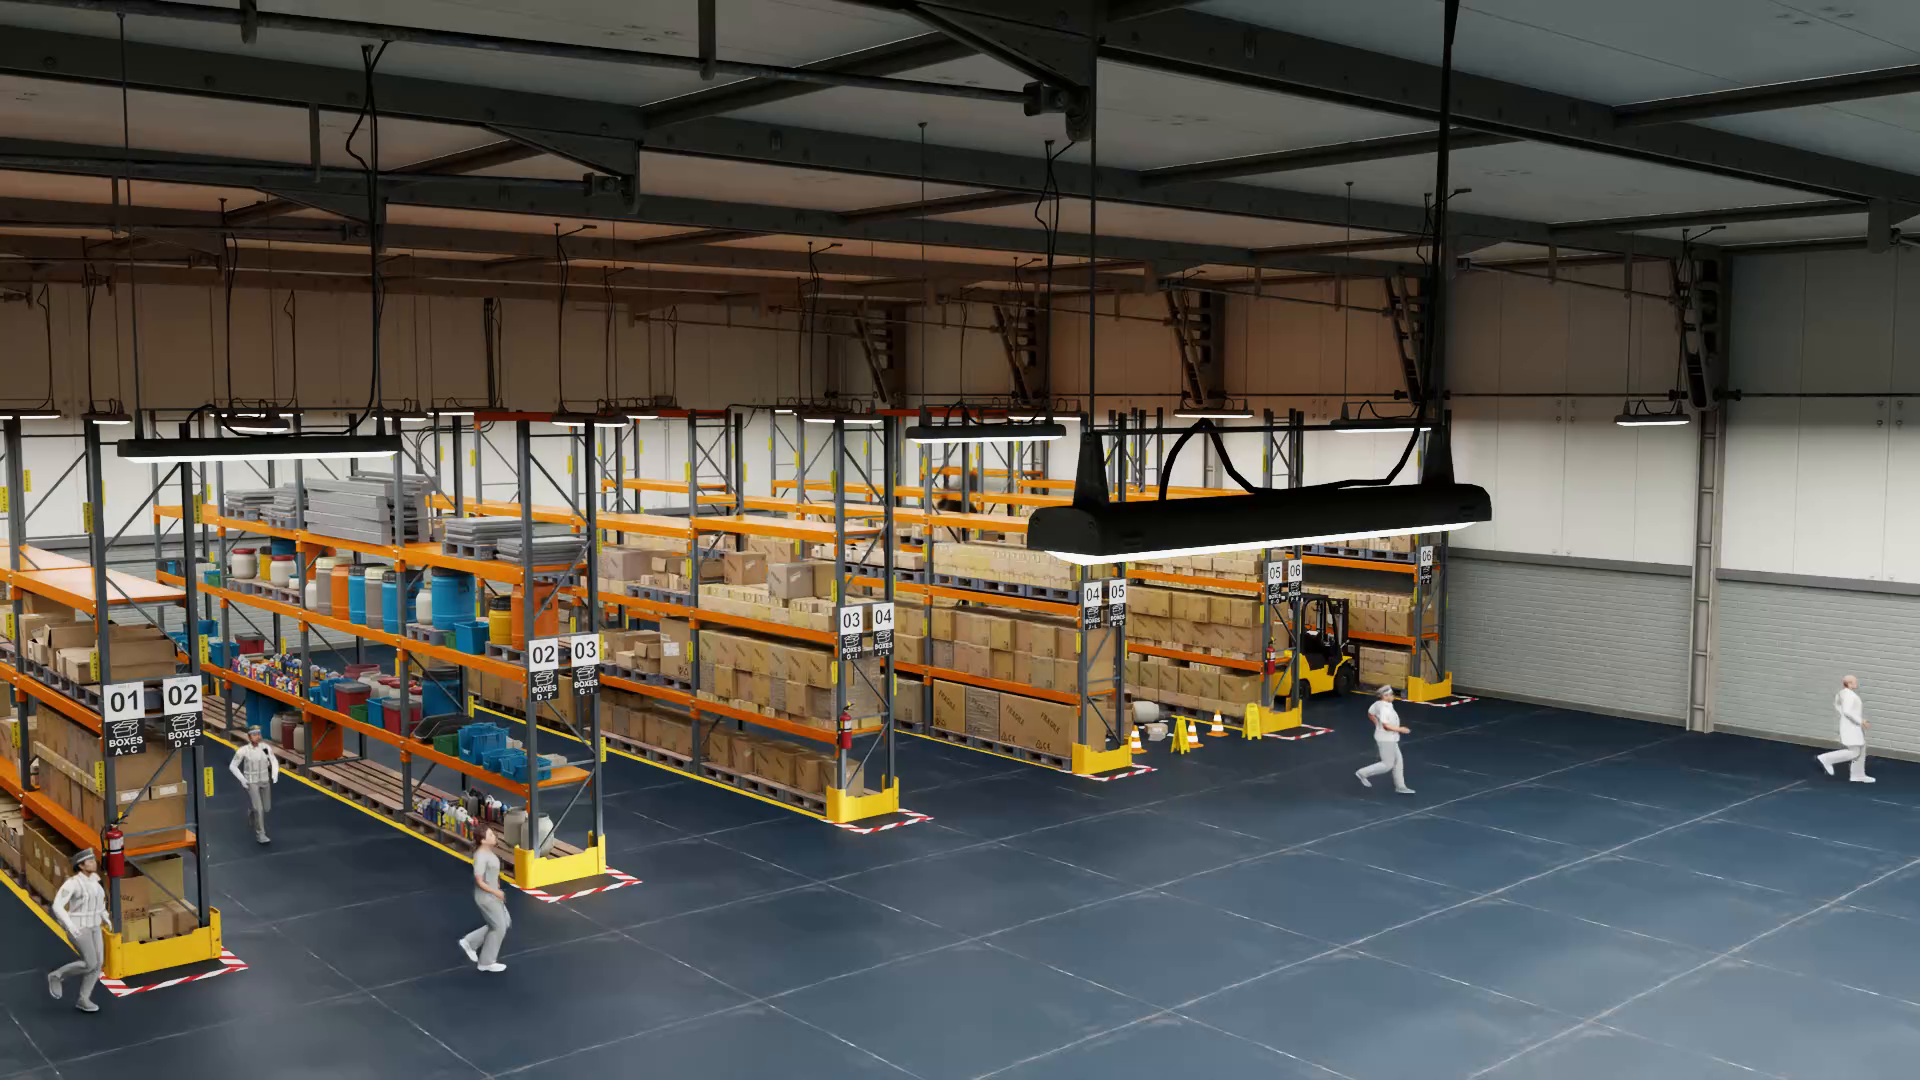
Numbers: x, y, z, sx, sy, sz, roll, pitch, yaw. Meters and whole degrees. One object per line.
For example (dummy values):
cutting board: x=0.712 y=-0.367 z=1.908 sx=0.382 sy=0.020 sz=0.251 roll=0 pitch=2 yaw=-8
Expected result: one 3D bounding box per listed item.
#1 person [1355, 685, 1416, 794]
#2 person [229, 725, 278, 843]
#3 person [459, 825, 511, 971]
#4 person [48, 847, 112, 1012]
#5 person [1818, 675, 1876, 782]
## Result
person: x=6.739 y=3.153 z=26.300 sx=0.965 sy=1.759 sz=0.677 roll=0 pitch=5 yaw=5
person: x=-10.011 y=3.425 z=23.603 sx=0.738 sy=1.652 sz=0.655 roll=5 pitch=7 yaw=44
person: x=-5.217 y=3.924 z=18.227 sx=0.547 sy=1.636 sz=0.567 roll=-1 pitch=5 yaw=-13
person: x=-9.079 y=4.004 z=17.261 sx=0.577 sy=1.620 sz=0.657 roll=1 pitch=5 yaw=11
person: x=14.484 y=3.073 z=27.116 sx=0.865 sy=1.745 sz=0.726 roll=2 pitch=5 yaw=21
